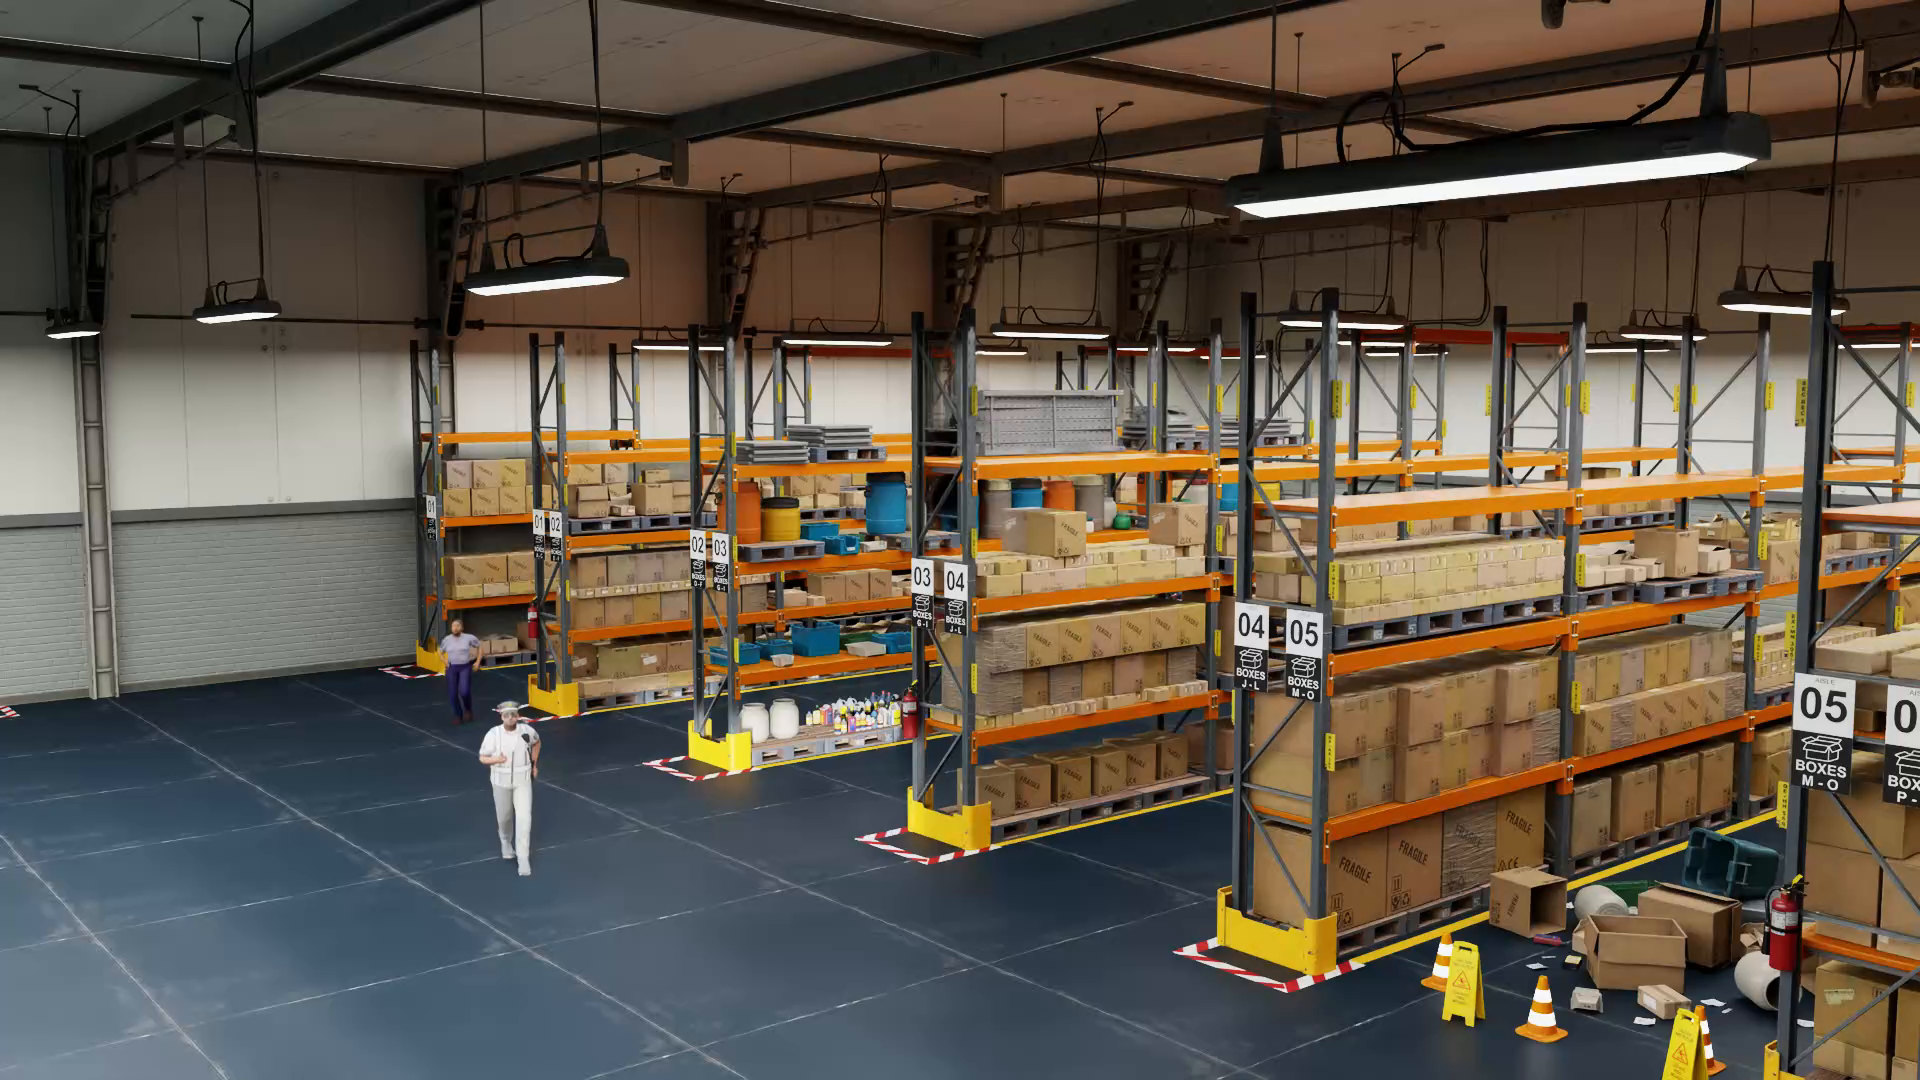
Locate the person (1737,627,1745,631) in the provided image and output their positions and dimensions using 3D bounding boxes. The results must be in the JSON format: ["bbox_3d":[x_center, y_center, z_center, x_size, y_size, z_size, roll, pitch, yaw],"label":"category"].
[{"bbox_3d":[11.450,2.093,24.313,0.536,1.655,0.652,-4,6,-35],"label":"person"}]

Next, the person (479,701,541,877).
[{"bbox_3d":[-4.818,2.621,17.858,0.648,1.831,0.849,-2,6,-17],"label":"person"}]

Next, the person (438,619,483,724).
[{"bbox_3d":[-7.638,2.017,25.392,0.651,1.623,0.579,-1,5,-8],"label":"person"}]
